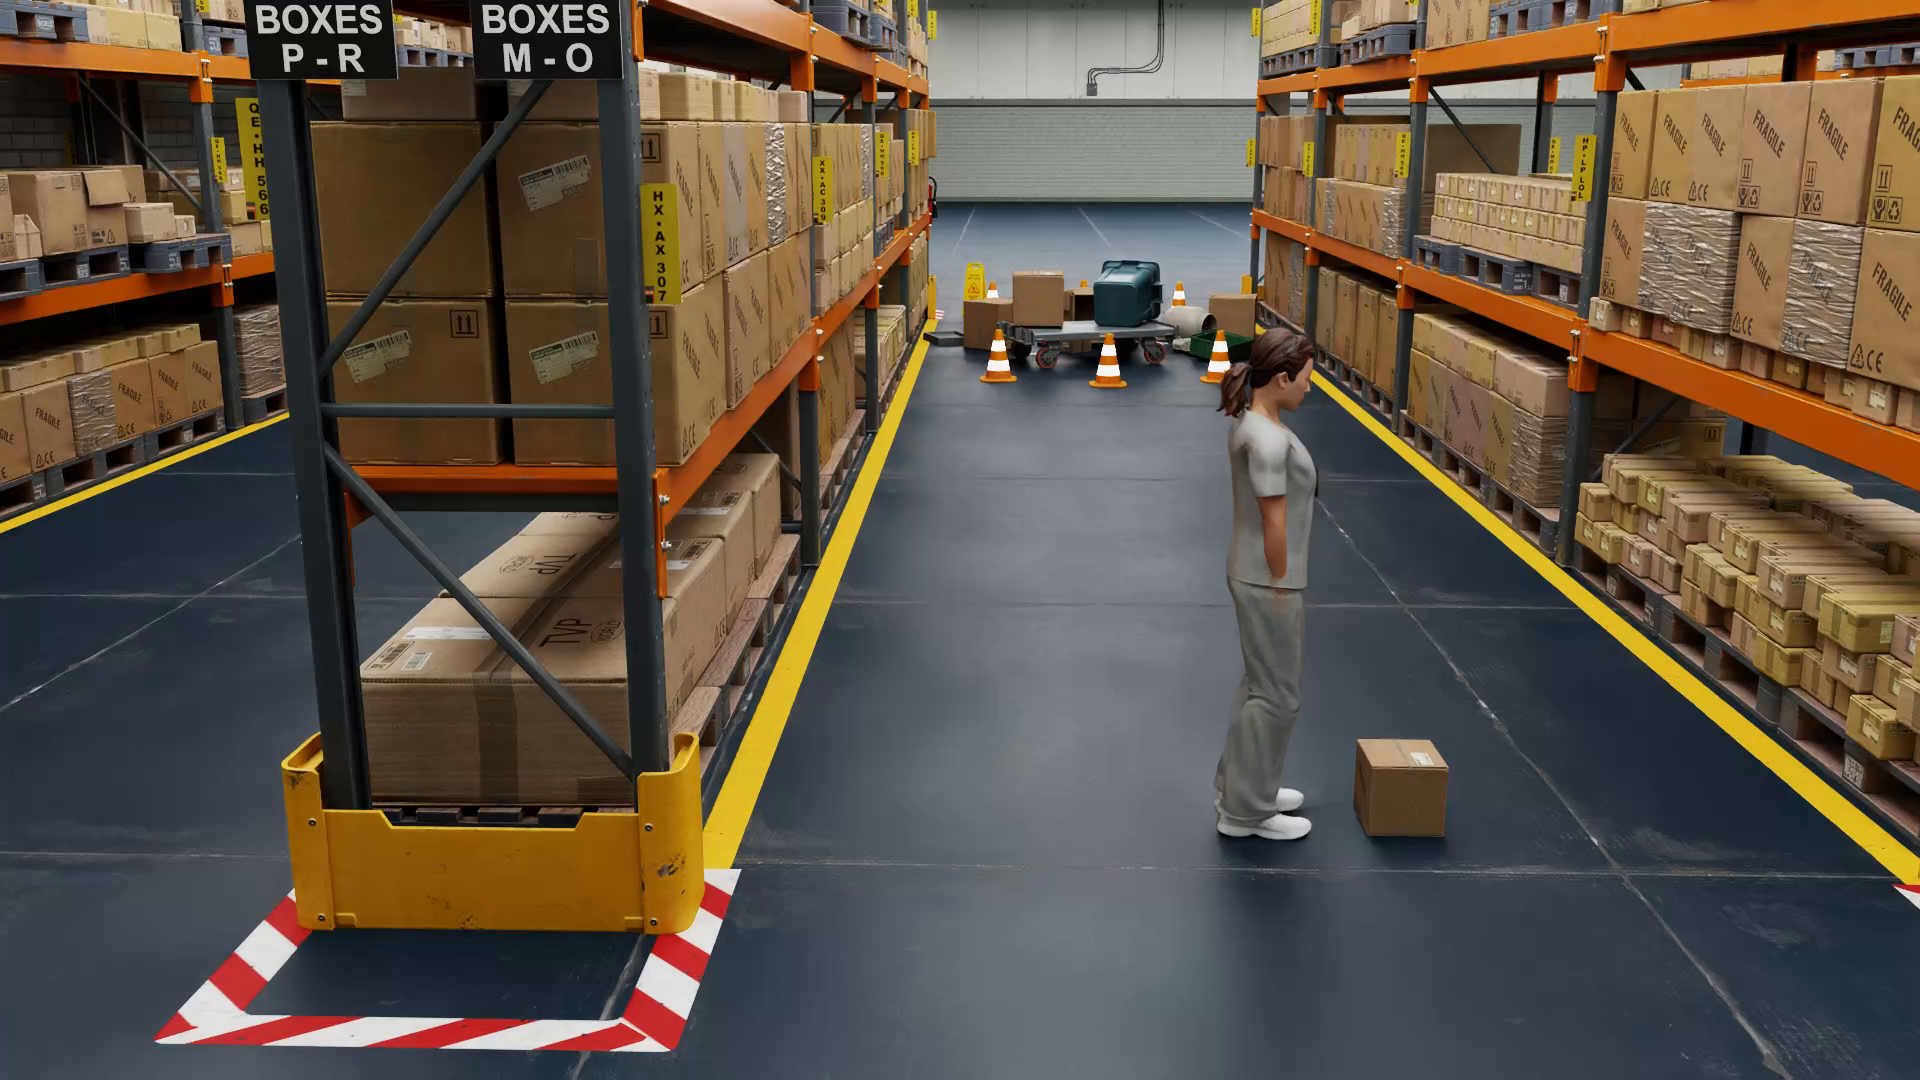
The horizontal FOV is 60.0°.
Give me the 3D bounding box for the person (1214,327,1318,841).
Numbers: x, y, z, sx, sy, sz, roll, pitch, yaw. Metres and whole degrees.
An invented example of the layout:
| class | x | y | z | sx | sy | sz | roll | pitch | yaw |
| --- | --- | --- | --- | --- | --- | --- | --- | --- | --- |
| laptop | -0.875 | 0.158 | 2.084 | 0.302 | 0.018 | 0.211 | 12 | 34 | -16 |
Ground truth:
| class | x | y | z | sx | sy | sz | roll | pitch | yaw |
| --- | --- | --- | --- | --- | --- | --- | --- | --- | --- |
| person | 0.997 | 0.139 | 5.463 | 0.367 | 1.671 | 0.442 | 1 | 14 | 3 |
